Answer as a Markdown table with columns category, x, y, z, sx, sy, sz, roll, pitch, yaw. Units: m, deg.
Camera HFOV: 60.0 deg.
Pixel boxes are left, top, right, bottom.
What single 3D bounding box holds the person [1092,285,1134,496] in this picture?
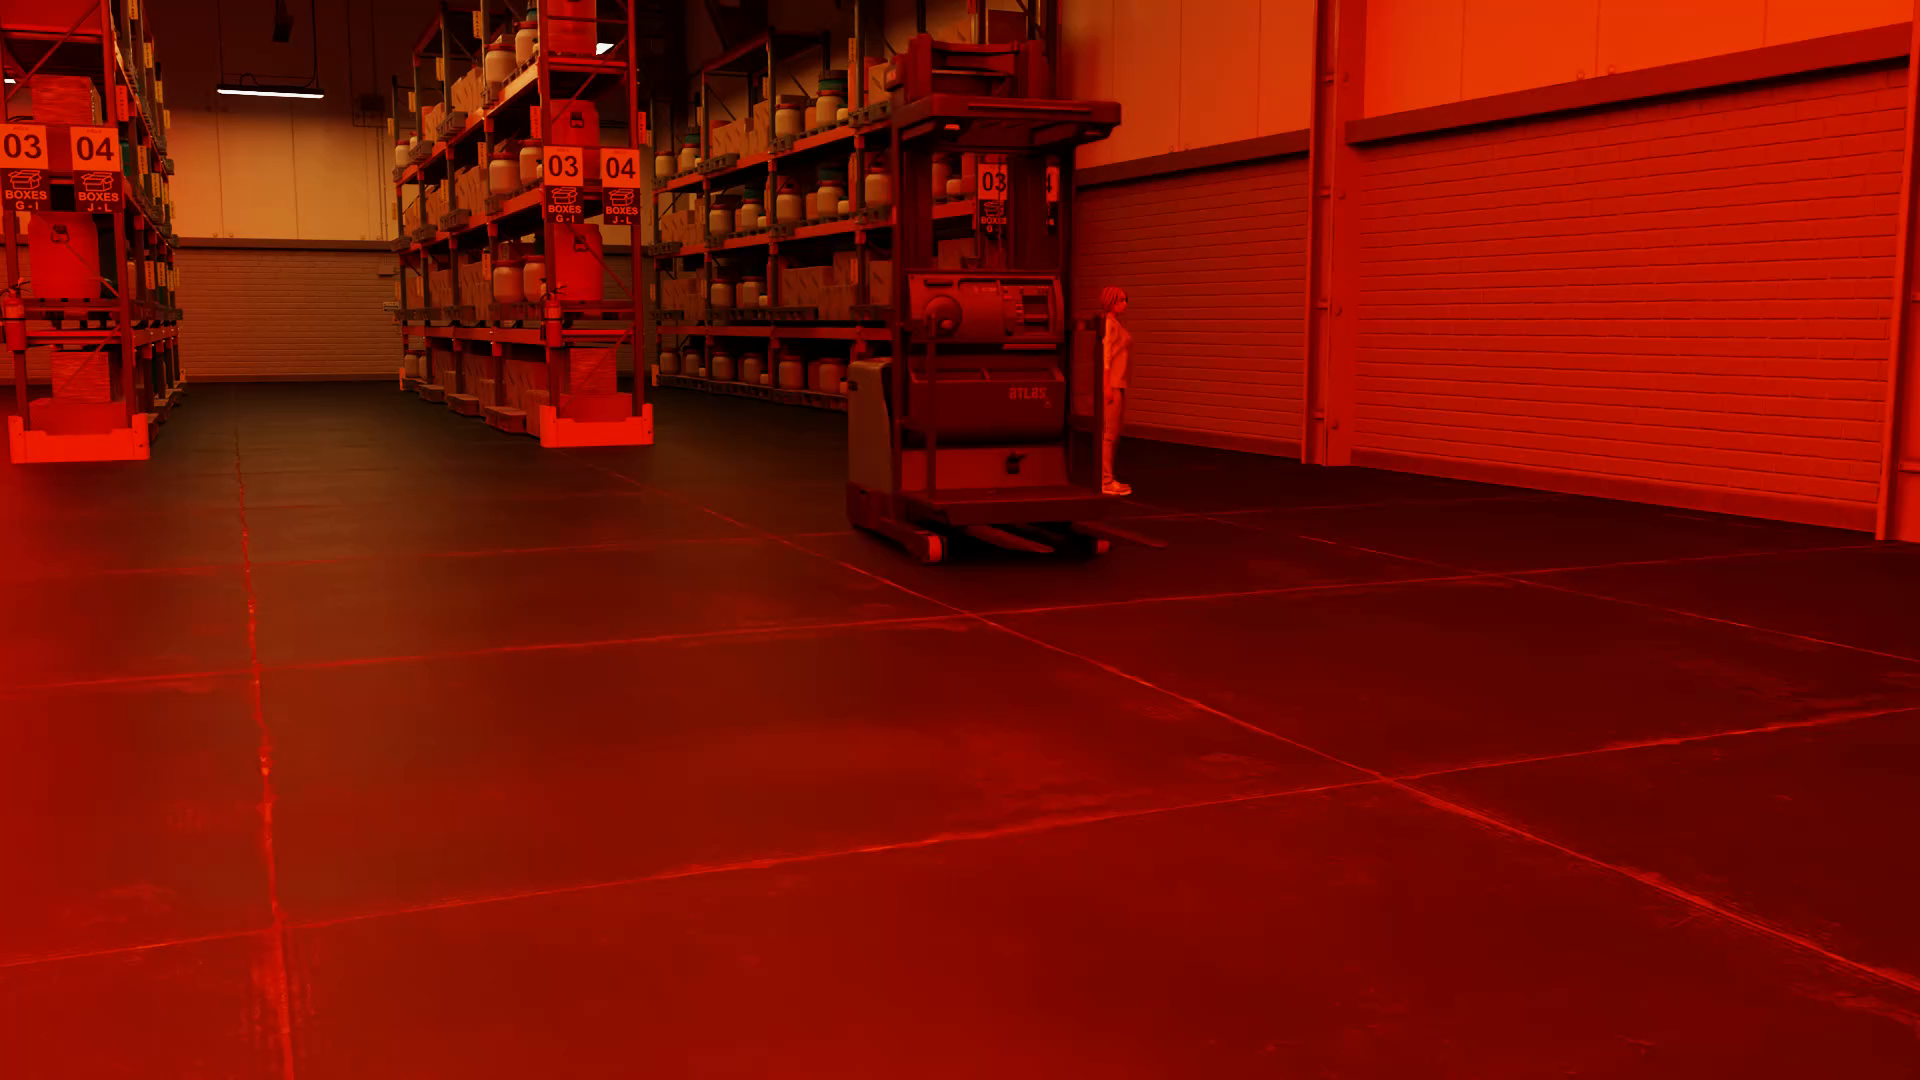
| category | x | y | z | sx | sy | sz | roll | pitch | yaw |
| --- | --- | --- | --- | --- | --- | --- | --- | --- | --- |
| person | 1.184 | -1.156 | 12.806 | 0.329 | 1.602 | 0.444 | 2 | 8 | 13 |

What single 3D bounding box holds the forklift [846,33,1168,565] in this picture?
| category | x | y | z | sx | sy | sz | roll | pitch | yaw |
| --- | --- | --- | --- | --- | --- | --- | --- | --- | --- |
| forklift | 0.224 | -1.375 | 9.371 | 1.130 | 2.935 | 3.031 | -3 | 8 | -19 |
